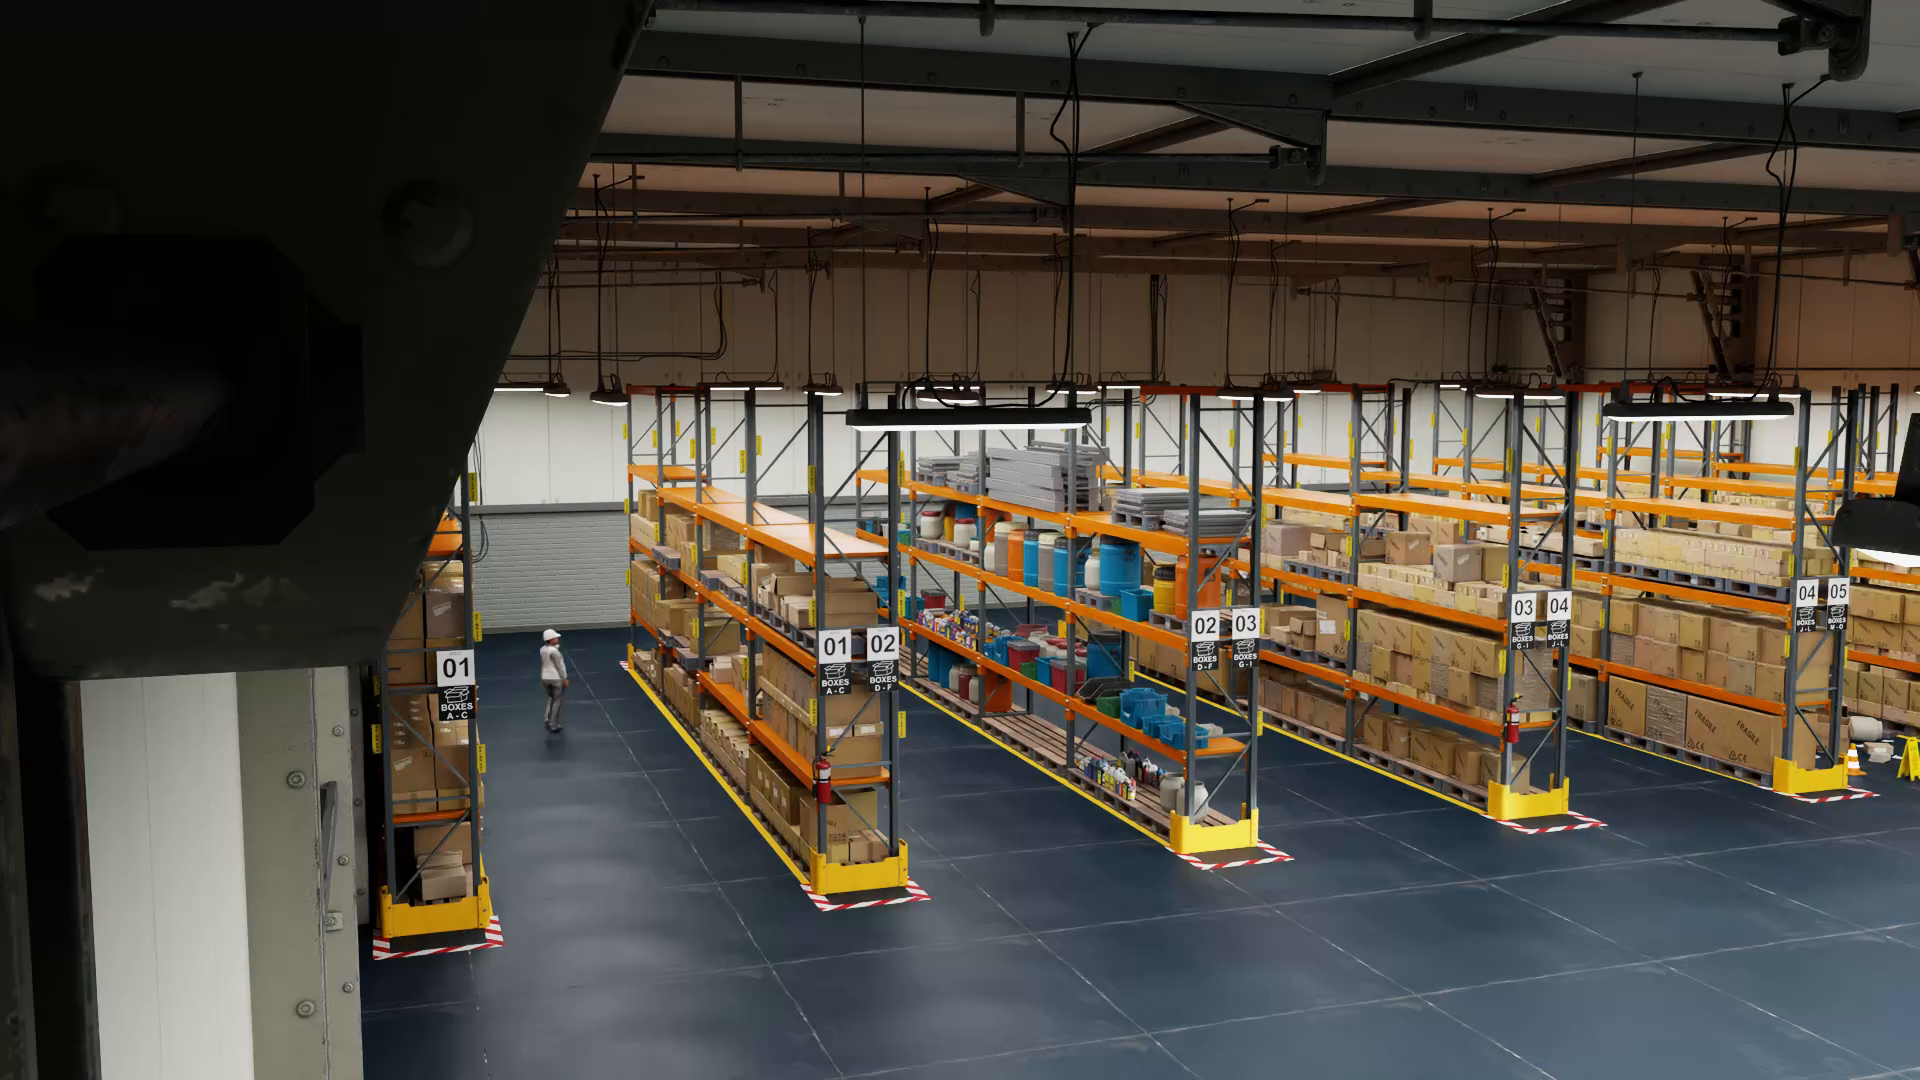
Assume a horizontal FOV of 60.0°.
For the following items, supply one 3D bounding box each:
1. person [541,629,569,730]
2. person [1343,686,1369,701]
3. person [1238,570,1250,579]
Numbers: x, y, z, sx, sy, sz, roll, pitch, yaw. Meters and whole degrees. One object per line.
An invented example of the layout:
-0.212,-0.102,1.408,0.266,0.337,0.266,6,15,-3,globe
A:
-7.101,2.440,29.120,0.563,1.791,0.487,2,6,22,person
7.352,2.240,31.046,0.473,1.775,0.616,-5,7,-37,person
7.131,1.105,42.335,0.460,1.684,0.416,3,7,29,person
